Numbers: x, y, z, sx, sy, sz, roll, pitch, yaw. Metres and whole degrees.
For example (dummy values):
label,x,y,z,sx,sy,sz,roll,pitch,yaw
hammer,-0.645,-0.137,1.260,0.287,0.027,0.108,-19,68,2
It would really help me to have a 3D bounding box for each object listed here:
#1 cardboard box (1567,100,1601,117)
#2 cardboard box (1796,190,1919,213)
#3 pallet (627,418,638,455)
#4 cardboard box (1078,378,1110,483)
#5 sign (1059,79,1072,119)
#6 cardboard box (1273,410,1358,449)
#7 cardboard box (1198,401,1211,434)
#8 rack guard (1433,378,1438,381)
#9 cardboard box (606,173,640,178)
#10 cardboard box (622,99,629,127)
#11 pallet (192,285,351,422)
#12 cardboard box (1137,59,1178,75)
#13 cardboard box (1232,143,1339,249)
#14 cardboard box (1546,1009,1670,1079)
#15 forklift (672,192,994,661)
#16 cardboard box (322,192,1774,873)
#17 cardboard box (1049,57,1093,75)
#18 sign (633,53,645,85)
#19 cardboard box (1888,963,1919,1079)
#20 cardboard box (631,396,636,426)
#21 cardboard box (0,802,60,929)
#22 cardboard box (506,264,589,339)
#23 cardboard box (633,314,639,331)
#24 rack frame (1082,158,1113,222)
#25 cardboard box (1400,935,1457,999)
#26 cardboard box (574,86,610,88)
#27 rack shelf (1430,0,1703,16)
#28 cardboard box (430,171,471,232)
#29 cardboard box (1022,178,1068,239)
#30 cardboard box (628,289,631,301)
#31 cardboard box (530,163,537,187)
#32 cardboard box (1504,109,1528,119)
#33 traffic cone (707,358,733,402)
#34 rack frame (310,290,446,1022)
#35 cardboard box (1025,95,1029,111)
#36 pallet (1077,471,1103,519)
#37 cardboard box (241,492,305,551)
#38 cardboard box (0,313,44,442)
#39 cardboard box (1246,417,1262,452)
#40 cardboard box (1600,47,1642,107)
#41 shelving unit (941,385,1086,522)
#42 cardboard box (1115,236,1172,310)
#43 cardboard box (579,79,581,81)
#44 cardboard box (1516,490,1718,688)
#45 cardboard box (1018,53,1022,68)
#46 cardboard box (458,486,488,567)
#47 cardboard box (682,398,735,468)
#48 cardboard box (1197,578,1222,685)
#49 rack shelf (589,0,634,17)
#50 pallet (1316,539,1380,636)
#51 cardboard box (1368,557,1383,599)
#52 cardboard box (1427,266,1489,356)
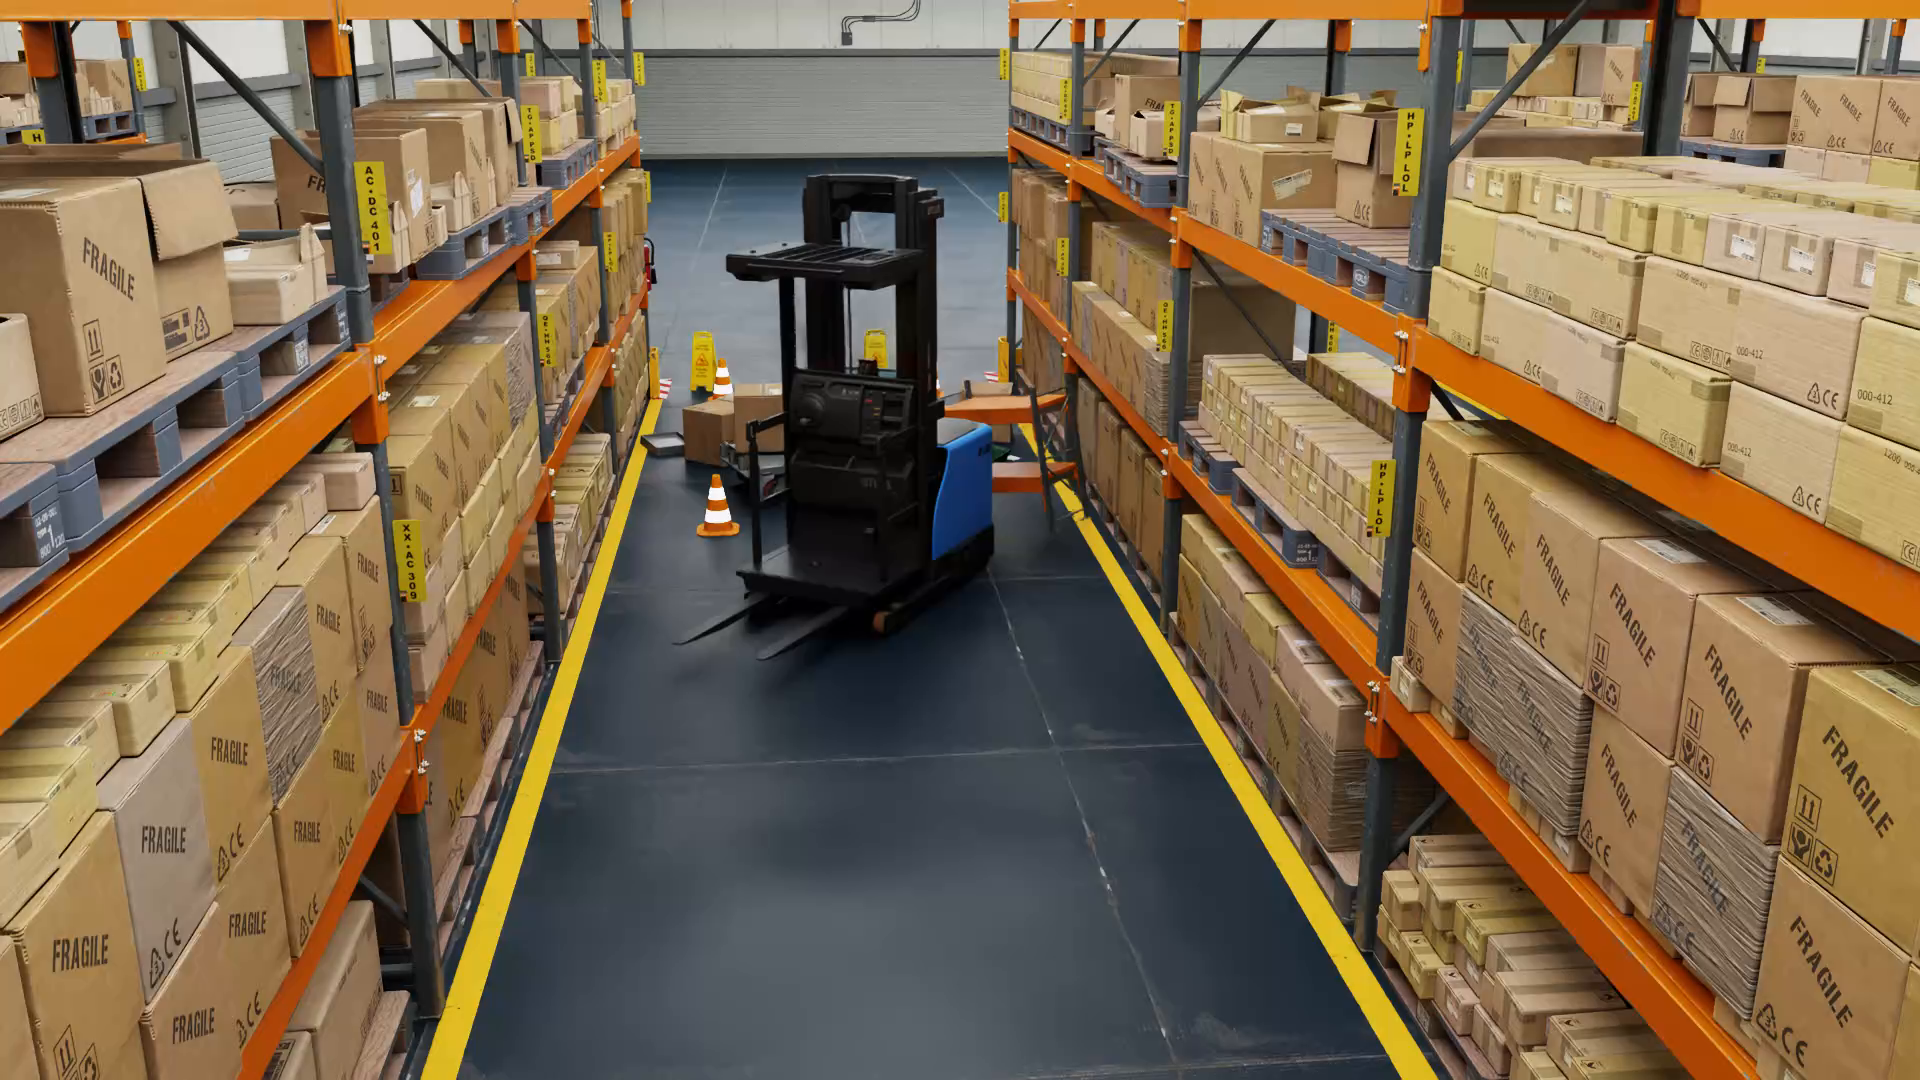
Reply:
label,x,y,z,sx,sy,sz,roll,pitch,yaw
cardboard box,6.008,-4.093,15.785,0.380,0.149,0.250,-1,17,-4
cardboard box,2.729,-0.953,4.947,0.380,0.149,0.250,-2,18,-6
pallet,-3.706,-1.067,16.225,1.003,0.211,1.213,-2,18,-6
cardboard box,1.595,-0.962,14.290,1.050,0.750,0.750,-2,18,-6
sign,0.889,-3.716,14.001,0.100,0.325,0.005,-2,18,-6
cardboard box,1.868,-0.581,8.743,0.380,0.149,0.250,-2,18,-6
cardboard box,1.699,-0.767,10.330,0.380,0.149,0.250,-2,18,-6
rack guard,5.980,-2.117,19.086,1.175,0.500,0.348,-2,18,-6
cardboard box,-3.570,-3.396,16.655,0.700,0.500,0.500,-2,18,-5
cardboard box,-3.455,-4.079,15.909,0.500,0.250,0.500,-1,17,-4
pallet,-2.573,-0.596,5.207,1.003,0.211,1.213,-2,18,-6
cardboard box,1.742,-4.076,14.366,0.380,0.149,0.250,-2,18,-5
cardboard box,1.763,-1.829,8.820,0.500,0.500,0.500,-2,18,-6
cardboard box,2.245,1.743,5.684,0.380,0.149,0.250,-3,18,-8
forklift,-0.839,-0.865,11.187,1.129,2.843,3.031,8,19,25
cardboard box,-0.104,-0.007,5.272,4.833,2.149,1.023,-2,18,-7
cardboard box,1.010,-4.281,15.018,0.380,0.149,0.250,-1,17,-5
sign,-3.331,-4.891,17.262,0.100,0.325,0.005,-2,18,-6
cardboard box,2.376,1.242,3.549,0.500,0.500,0.500,-1,17,-5
cardboard box,-3.388,-1.224,15.957,0.500,0.250,0.500,-2,18,-6
cardboard box,-2.006,0.635,3.227,0.380,0.149,0.250,-1,17,-4
cardboard box,-3.097,-1.792,12.514,0.500,0.500,0.500,-1,17,-4
cardboard box,-3.415,-2.169,16.633,0.380,0.149,0.250,-1,17,-5
rack frame,1.444,-2.018,14.596,0.949,2.616,0.053,-2,18,-6
cardboard box,2.012,1.723,6.738,0.380,0.149,0.250,-1,17,-4
cardboard box,-3.423,-4.091,15.280,0.380,0.149,0.250,-1,17,-5
rack shelf,2.472,-1.556,4.315,1.077,0.370,4.000,-2,18,-6
cardboard box,-2.487,-1.574,7.697,0.396,0.266,0.258,0,17,-1
cardboard box,1.099,-3.352,16.794,0.875,0.550,0.550,-2,18,-6
cardboard box,-3.432,-2.423,16.306,0.380,0.149,0.250,-2,18,-6
cardboard box,-3.245,-2.577,11.197,0.797,0.503,0.637,-2,18,-6
cardboard box,5.872,-4.239,16.915,0.500,0.250,0.500,-2,18,-6
traffic cone,-2.557,-1.728,17.908,0.336,0.463,0.334,-2,18,-6
rack frame,-2.647,0.549,6.421,1.000,3.000,0.127,-2,18,-6
cardboard box,0.849,-4.356,16.587,0.380,0.149,0.250,-2,18,-5
pallet,1.596,-0.460,14.289,1.003,0.211,1.213,-2,18,-6
cardboard box,-2.363,-0.047,5.399,0.380,0.149,0.250,-2,18,-6
cardboard box,-2.339,-0.343,3.536,0.525,0.311,0.525,-2,18,-7
cardboard box,1.816,-0.588,9.265,0.380,0.149,0.250,-2,18,-6
cardboard box,6.085,-4.126,14.806,0.500,0.500,0.500,-2,18,-7
shelving unit,0.381,-0.673,13.051,1.030,0.981,0.538,2,17,40
cardboard box,1.605,-2.091,12.993,0.700,0.500,0.500,-2,18,-5
cardboard box,-4.051,-4.606,16.920,0.380,0.149,0.250,-2,18,-6
cardboard box,2.160,0.146,5.371,0.500,0.500,0.500,-1,17,-5
cardboard box,0.798,-4.889,16.954,0.380,0.149,0.250,-2,18,-6
cardboard box,-2.519,-0.063,7.787,0.500,0.250,0.500,-2,17,-5
cardboard box,-2.229,-1.004,15.537,0.500,0.500,0.500,11,21,32
cardboard box,1.728,0.535,9.938,0.500,0.500,0.500,-2,17,-5
rack shelf,-3.678,-4.948,15.120,1.077,0.370,4.000,-2,18,-6
pallet,2.332,0.225,7.772,1.003,0.211,1.213,-2,18,-6
cardboard box,2.028,0.173,7.336,0.380,0.149,0.250,-2,18,-7
cardboard box,2.051,-0.848,6.112,0.500,0.250,0.500,-1,17,-3
